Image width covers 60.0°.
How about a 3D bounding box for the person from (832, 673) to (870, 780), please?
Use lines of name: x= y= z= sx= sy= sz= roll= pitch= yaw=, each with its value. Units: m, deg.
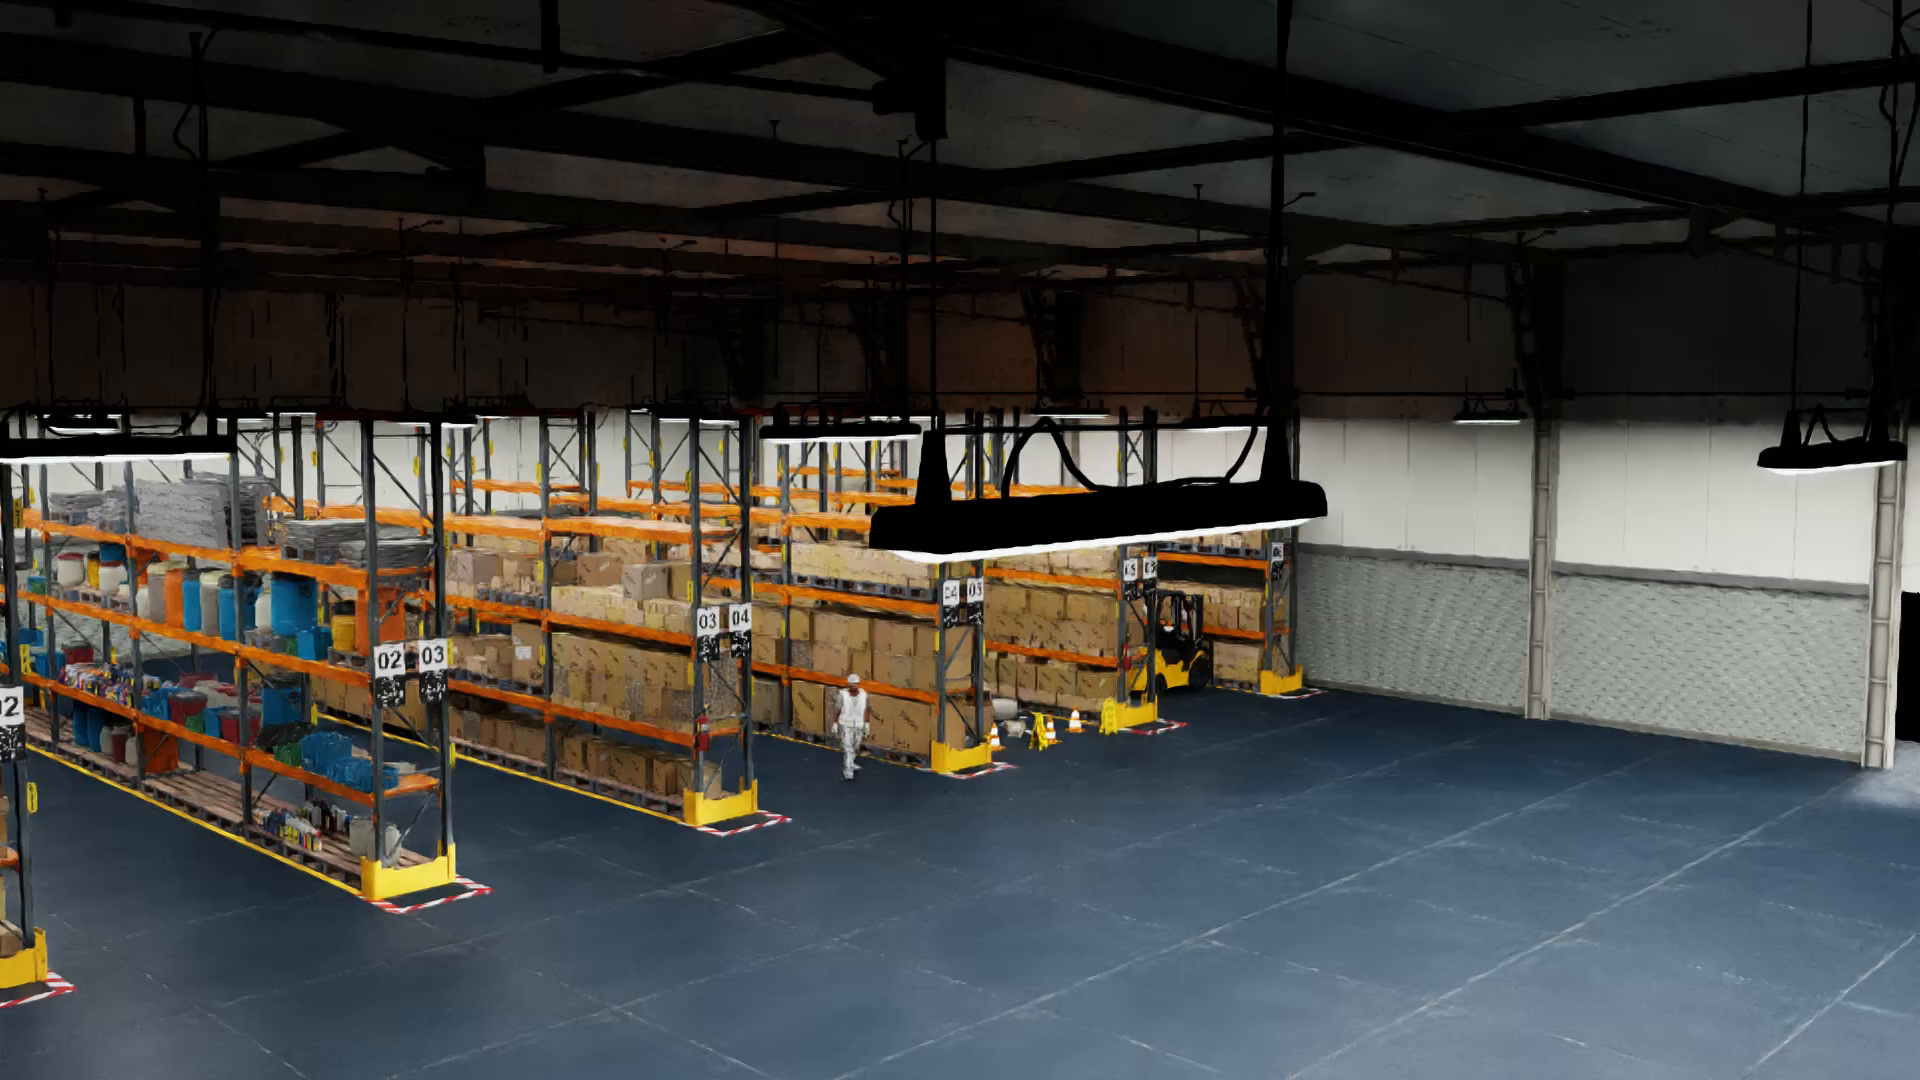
person: x=-1.777 y=3.049 z=27.414 sx=0.601 sy=1.740 sz=0.982 roll=-2 pitch=6 yaw=-24
